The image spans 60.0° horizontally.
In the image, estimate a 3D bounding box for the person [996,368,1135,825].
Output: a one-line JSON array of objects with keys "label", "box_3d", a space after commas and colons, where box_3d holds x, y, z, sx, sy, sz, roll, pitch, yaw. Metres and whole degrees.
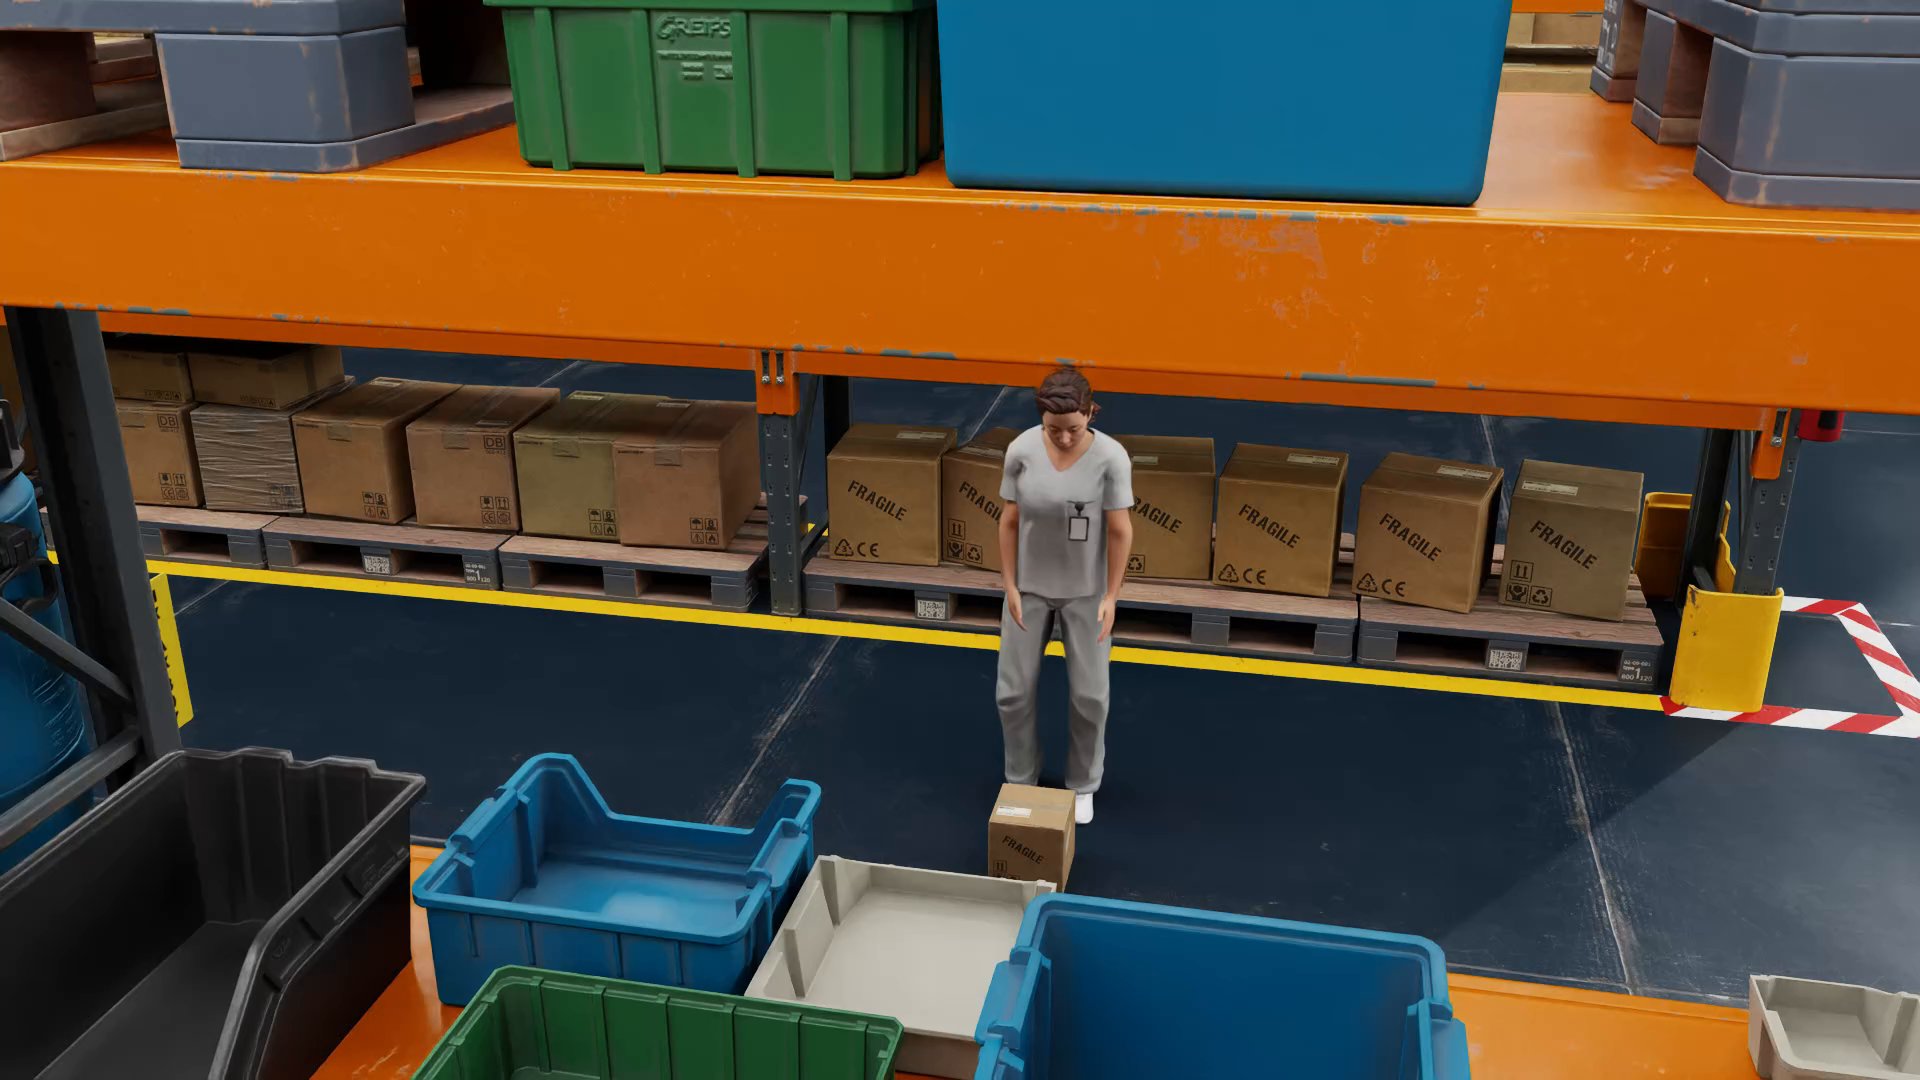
[{"label": "person", "box_3d": [0.353, 0.188, 5.682, 0.458, 1.635, 0.370, 5, 22, 12]}]
